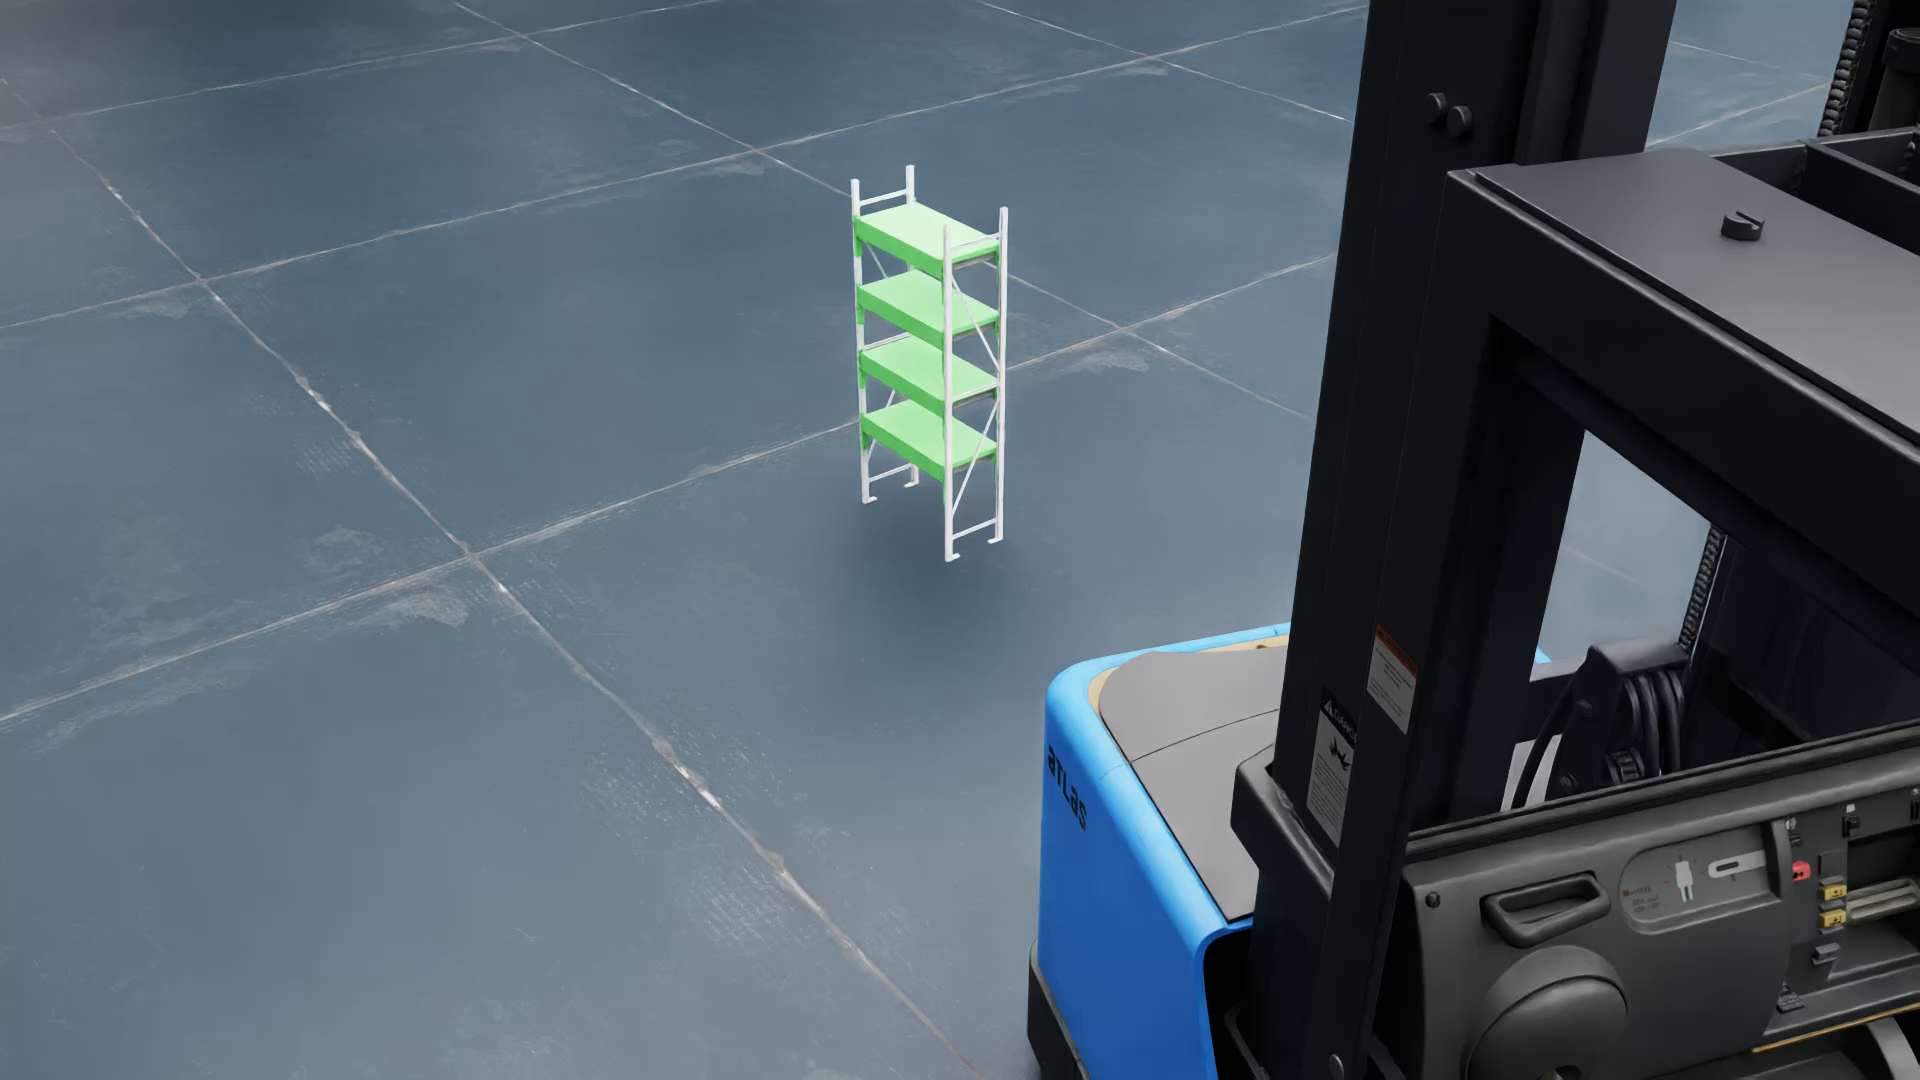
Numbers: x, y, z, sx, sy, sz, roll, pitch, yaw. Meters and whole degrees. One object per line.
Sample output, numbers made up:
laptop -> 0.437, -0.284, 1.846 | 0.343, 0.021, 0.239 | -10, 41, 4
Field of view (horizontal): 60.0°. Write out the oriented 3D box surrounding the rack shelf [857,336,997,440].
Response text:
rack shelf -> -0.101, -0.524, 5.578 | 0.258, 0.148, 0.480 | -22, 38, -31

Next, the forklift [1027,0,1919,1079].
forklift -> 1.077, 0.584, 2.032 | 1.130, 2.935, 3.031 | -9, 33, -15

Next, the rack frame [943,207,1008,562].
rack frame -> 0.048, -0.477, 5.381 | 0.240, 1.200, 0.015 | -22, 38, -31

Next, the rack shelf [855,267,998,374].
rack shelf -> -0.101, -0.728, 5.452 | 0.258, 0.148, 0.480 | -22, 38, -31

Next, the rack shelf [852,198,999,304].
rack shelf -> -0.101, -0.932, 5.325 | 0.258, 0.148, 0.480 | -22, 38, -31

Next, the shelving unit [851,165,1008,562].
shelving unit -> -0.101, -0.579, 5.545 | 0.258, 1.200, 0.503 | -22, 38, -31

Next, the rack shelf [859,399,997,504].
rack shelf -> -0.102, -0.321, 5.705 | 0.258, 0.148, 0.480 | -22, 38, -31

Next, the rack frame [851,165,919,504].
rack frame -> -0.251, -0.680, 5.708 | 0.240, 1.200, 0.015 | -22, 38, -31
